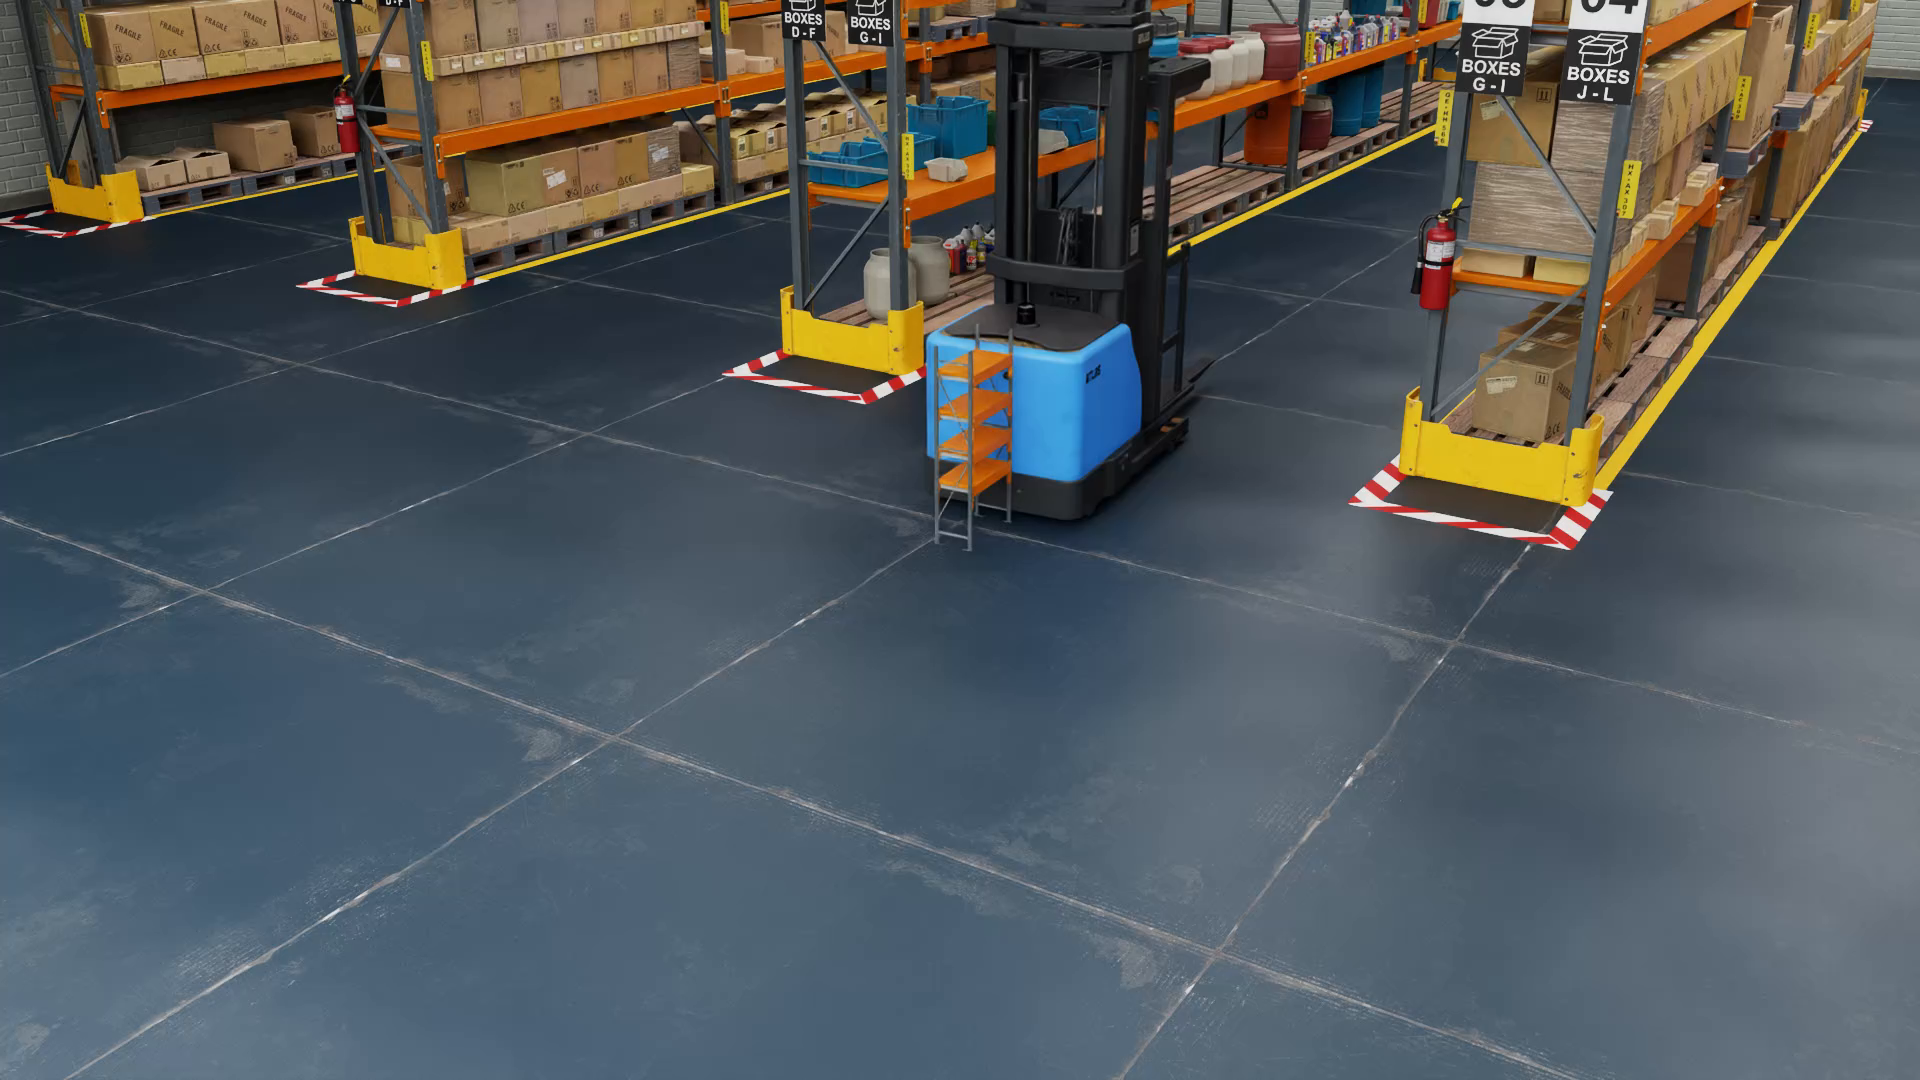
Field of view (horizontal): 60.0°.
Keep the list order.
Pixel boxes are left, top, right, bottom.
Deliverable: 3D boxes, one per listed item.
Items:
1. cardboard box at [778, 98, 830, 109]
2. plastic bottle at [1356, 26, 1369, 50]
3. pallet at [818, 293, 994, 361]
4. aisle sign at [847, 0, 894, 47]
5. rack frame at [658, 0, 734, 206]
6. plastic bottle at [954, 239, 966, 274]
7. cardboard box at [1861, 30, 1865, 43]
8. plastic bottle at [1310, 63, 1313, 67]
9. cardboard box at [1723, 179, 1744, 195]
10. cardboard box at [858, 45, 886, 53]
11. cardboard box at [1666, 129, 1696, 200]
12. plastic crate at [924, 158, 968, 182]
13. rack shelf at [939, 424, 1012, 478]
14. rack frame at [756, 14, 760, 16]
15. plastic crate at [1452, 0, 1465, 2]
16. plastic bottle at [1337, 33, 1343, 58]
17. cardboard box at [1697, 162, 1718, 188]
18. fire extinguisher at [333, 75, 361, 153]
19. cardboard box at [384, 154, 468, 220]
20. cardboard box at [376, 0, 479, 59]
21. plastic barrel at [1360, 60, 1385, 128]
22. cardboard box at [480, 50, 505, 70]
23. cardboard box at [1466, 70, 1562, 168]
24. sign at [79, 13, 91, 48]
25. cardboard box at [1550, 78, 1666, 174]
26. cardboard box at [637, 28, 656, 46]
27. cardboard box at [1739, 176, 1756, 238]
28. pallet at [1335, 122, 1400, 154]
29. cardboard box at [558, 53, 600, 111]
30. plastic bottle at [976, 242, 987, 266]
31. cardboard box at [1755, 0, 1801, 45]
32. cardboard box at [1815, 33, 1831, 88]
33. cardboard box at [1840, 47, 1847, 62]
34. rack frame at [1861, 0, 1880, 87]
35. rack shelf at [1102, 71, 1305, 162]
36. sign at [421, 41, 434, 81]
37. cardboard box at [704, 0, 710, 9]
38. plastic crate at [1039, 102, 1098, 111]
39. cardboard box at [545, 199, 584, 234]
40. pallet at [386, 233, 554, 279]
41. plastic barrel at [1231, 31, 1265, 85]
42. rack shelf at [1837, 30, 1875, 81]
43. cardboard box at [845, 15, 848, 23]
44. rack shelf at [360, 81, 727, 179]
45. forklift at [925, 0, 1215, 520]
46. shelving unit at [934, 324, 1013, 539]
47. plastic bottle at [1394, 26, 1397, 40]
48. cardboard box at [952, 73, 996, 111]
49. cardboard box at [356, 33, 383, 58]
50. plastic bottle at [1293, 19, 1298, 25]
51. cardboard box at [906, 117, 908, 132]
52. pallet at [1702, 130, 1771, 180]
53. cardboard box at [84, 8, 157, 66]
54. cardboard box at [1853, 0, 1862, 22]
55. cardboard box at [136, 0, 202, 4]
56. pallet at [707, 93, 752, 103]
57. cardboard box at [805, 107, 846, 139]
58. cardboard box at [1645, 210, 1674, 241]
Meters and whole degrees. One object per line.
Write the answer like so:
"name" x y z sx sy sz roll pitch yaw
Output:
"cardboard box" -1.895 -5.225 20.270 0.500 0.311 0.500 13 27 28
"plastic bottle" 4.902 -6.138 20.309 0.152 0.276 0.135 14 27 29
"pallet" -0.409 -1.792 13.623 1.003 0.211 1.213 14 27 29
"aisle sign" -0.631 -3.870 11.642 0.394 0.787 0.004 14 27 29
"rack frame" -2.939 -5.152 17.876 1.000 3.000 0.127 14 27 29
"plastic bottle" 0.001 -2.487 14.585 0.061 0.283 0.133 14 27 29
"cardboard box" 11.223 -6.388 21.047 0.380 0.149 0.250 14 27 29
"plastic bottle" 3.965 -5.516 18.877 0.097 0.271 0.097 0 23 0
"cardboard box" 6.986 -3.410 15.501 0.500 0.250 0.500 17 29 35
"cardboard box" -1.068 -6.026 20.209 0.380 0.149 0.250 14 27 29
"cardboard box" 4.714 -2.767 11.866 0.875 0.500 0.500 14 27 29
"plastic crate" -0.097 -2.877 12.951 0.298 0.136 0.250 14 27 29
"rack shelf" 0.080 -0.527 9.626 0.258 0.148 0.480 12 26 26
"rack frame" -2.929 -8.889 26.508 1.000 3.000 0.127 14 27 29
"plastic crate" 7.321 -7.756 24.148 0.396 0.136 0.243 14 27 29
"plastic bottle" 4.452 -5.828 19.598 0.097 0.271 0.097 0 23 0
"cardboard box" 5.612 -2.826 12.818 0.380 0.149 0.250 14 27 29
"fire extinguisher" -5.505 -3.824 14.905 0.296 0.674 0.183 14 27 29
"cardboard box" -5.018 -3.321 15.633 0.500 0.500 0.500 14 27 29
"cardboard box" -4.763 -4.616 14.879 0.700 0.500 0.500 14 27 29
"plastic barrel" 5.186 -5.863 21.630 0.600 0.901 0.708 14 27 29
"cardboard box" -4.389 -4.407 15.211 0.380 0.149 0.250 14 27 29
"cardboard box" 3.446 -2.604 10.230 0.500 0.500 0.500 14 27 29
"sign" -8.798 -5.123 16.718 0.100 0.325 0.005 14 27 29
"cardboard box" 3.887 -2.495 9.978 0.500 0.500 0.500 14 27 29
"cardboard box" -3.306 -5.098 16.809 0.380 0.149 0.250 14 27 29
"cardboard box" 7.249 -3.250 16.073 0.700 0.500 0.500 12 26 26
"pallet" 5.045 -5.282 21.685 1.003 0.211 1.213 14 27 29
"cardboard box" -3.977 -4.526 16.304 0.700 0.500 0.500 15 27 31
"plastic bottle" 0.193 -2.565 14.867 0.097 0.201 0.097 0 23 0
"cardboard box" 7.985 -5.175 16.539 0.797 0.503 0.637 15 28 31
"cardboard box" 8.876 -5.095 17.617 0.500 0.500 0.500 14 27 29
"cardboard box" 10.134 -5.690 19.434 0.380 0.149 0.250 14 27 29
"rack frame" 11.805 -7.125 22.433 1.000 3.000 0.127 14 27 29
"rack shelf" 2.323 -4.458 17.177 1.077 0.370 4.000 14 27 29
"sign" -4.580 -4.118 14.296 0.100 0.325 0.005 14 27 29
"cardboard box" -3.869 -8.016 24.781 0.380 0.149 0.250 14 27 29
"plastic crate" 0.883 -3.934 15.141 0.767 0.338 0.504 14 27 29
"cardboard box" -4.052 -3.206 16.312 0.500 0.250 0.500 14 27 29
"pallet" -4.681 -2.790 15.928 1.003 0.211 1.213 14 27 29
"plastic barrel" 3.016 -5.122 17.666 0.421 0.512 0.421 0 23 0
"rack shelf" 10.750 -6.120 21.017 1.077 0.370 4.000 14 27 29
"cardboard box" -1.837 -8.717 27.912 0.380 0.149 0.250 13 27 27
"rack shelf" -3.993 -4.147 16.460 1.077 0.370 4.000 14 27 29
"forklift" 9.737 -1.090 8.579 18.991 2.935 6.886 11 26 25
"shelving unit" 0.081 -0.589 9.601 0.258 1.200 0.499 12 26 26
"plastic bottle" 5.516 -6.476 21.184 0.097 0.201 0.097 0 23 0
"cardboard box" 0.195 -5.997 22.420 0.500 0.500 0.500 13 27 28
"cardboard box" -7.141 -5.906 19.781 0.500 0.250 0.500 14 27 29
"plastic bottle" 4.119 -6.205 20.369 0.144 0.351 0.185 14 27 29
"cardboard box" -0.899 -5.205 20.929 0.500 0.250 0.500 15 27 30
"pallet" 6.002 -3.214 13.641 1.003 0.211 1.213 14 27 29
"cardboard box" -8.752 -5.222 17.256 0.500 0.500 0.500 14 27 29
"cardboard box" 10.432 -6.460 19.766 0.500 0.500 0.500 14 27 29
"cardboard box" -8.648 -5.670 18.293 0.500 0.500 0.500 13 27 28
"pallet" -3.915 -6.920 25.469 1.003 0.211 1.213 14 27 29
"cardboard box" -1.699 -4.947 19.628 0.500 0.311 0.500 15 27 30
"cardboard box" 4.592 -2.142 11.238 0.380 0.149 0.250 14 27 29
